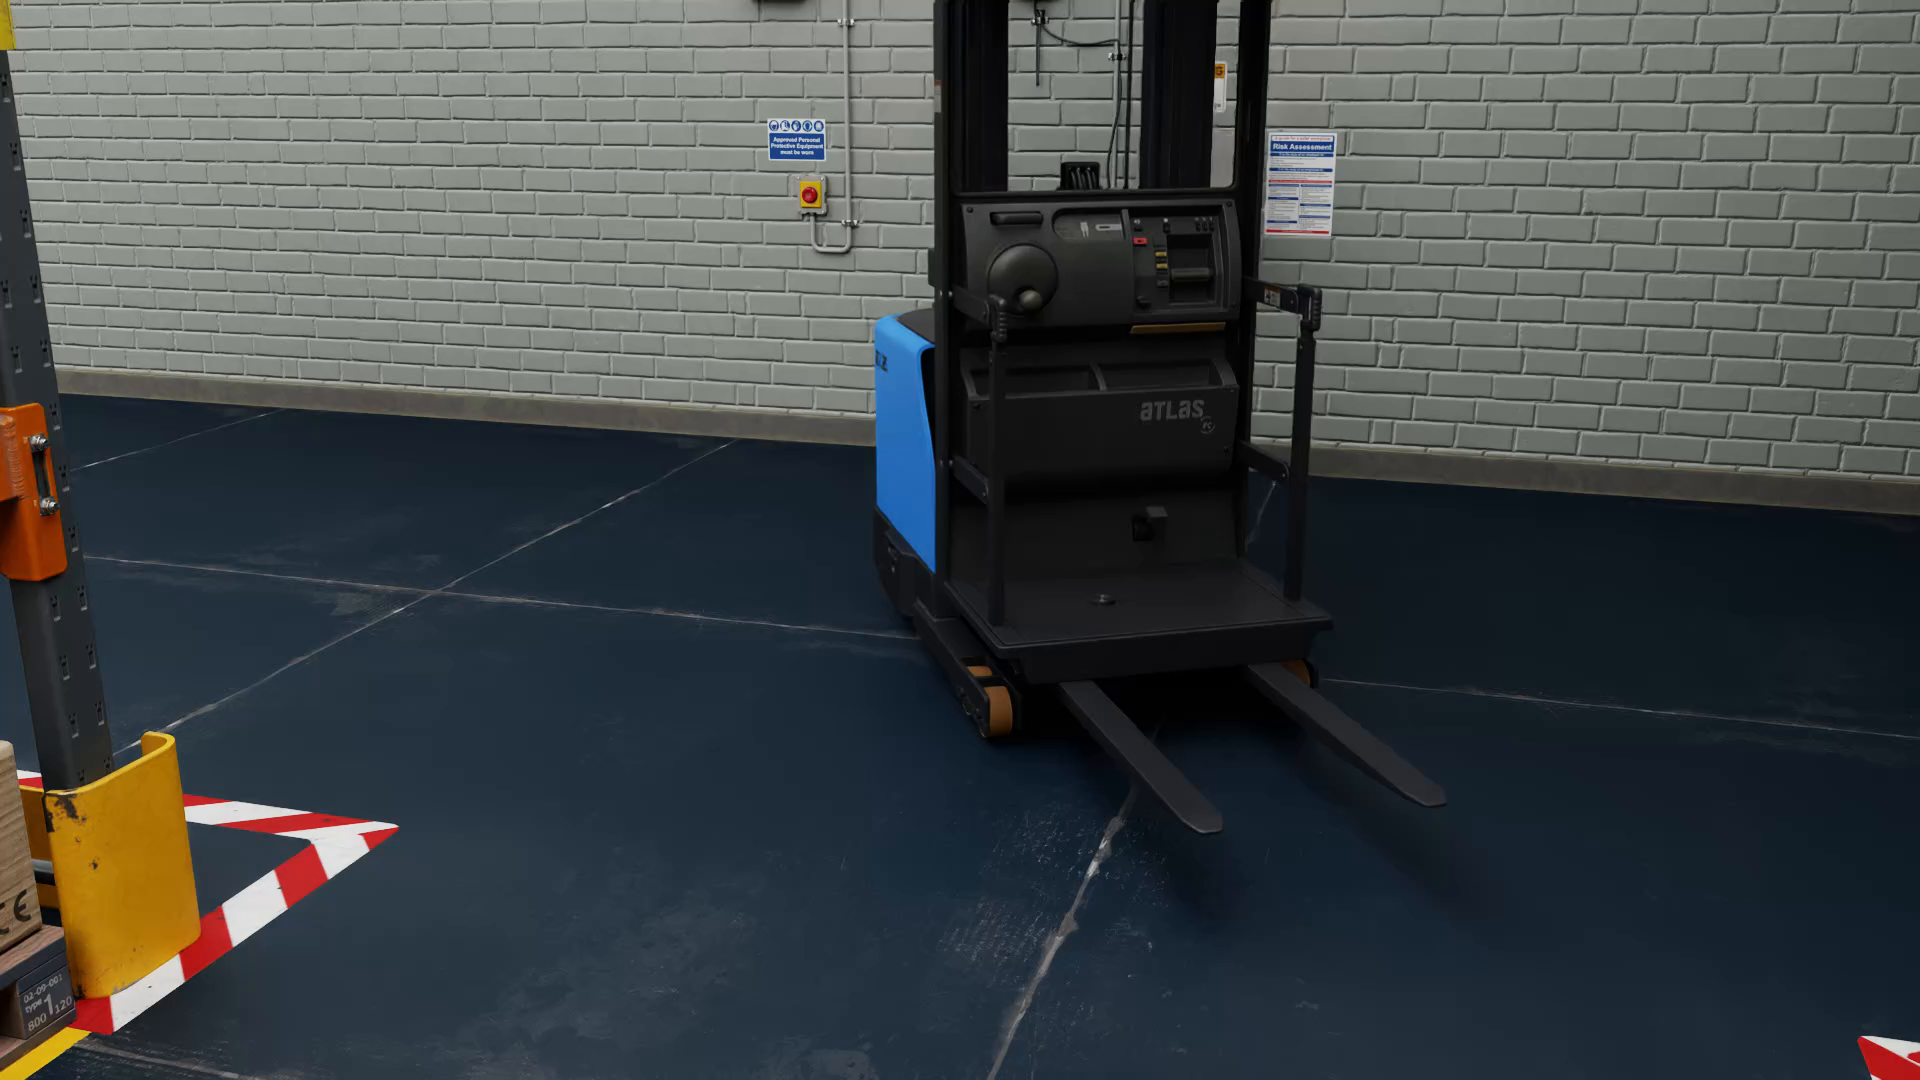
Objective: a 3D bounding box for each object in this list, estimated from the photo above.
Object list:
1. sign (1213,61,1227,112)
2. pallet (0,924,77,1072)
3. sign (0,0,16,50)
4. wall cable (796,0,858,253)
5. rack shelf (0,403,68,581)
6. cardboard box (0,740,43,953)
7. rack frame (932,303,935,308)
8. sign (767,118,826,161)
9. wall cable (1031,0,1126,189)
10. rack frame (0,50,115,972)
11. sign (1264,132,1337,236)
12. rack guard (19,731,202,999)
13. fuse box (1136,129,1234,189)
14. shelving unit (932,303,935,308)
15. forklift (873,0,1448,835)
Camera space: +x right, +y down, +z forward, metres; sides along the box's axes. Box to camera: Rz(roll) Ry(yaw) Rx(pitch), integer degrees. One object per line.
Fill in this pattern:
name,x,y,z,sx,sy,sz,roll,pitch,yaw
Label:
sign,1.140,-2.229,8.177,0.339,0.242,0.001,5,16,16
pallet,-2.571,1.060,3.207,1.003,0.211,1.213,5,16,16
sign,-1.902,-1.122,3.234,0.100,0.325,0.005,5,16,16
wall cable,-0.838,-2.478,8.650,0.585,1.953,0.123,5,16,16
rack shelf,-2.987,0.372,1.839,1.077,0.370,4.000,5,16,16
cardboard box,-2.510,0.714,3.241,0.875,0.438,0.875,4,16,14
rack frame,-0.019,-0.487,7.123,0.200,1.050,0.008,5,16,16
sign,-0.867,-2.124,8.825,0.327,0.218,0.001,5,16,16
wall cable,0.525,-2.356,8.277,0.588,1.984,0.122,5,16,16
rack frame,-2.418,-0.497,3.585,1.000,3.000,0.127,5,16,16
sign,1.667,-1.743,8.153,0.329,0.494,0.001,5,16,16
rack guard,-2.412,0.699,3.948,1.175,0.500,0.348,5,16,16
fuse box,1.134,-1.153,8.260,0.539,1.711,0.414,5,16,16
shelving unit,0.015,-0.519,7.235,0.215,1.050,0.252,5,16,16
forklift,0.520,-0.910,5.166,1.130,2.935,3.031,-4,16,-14
